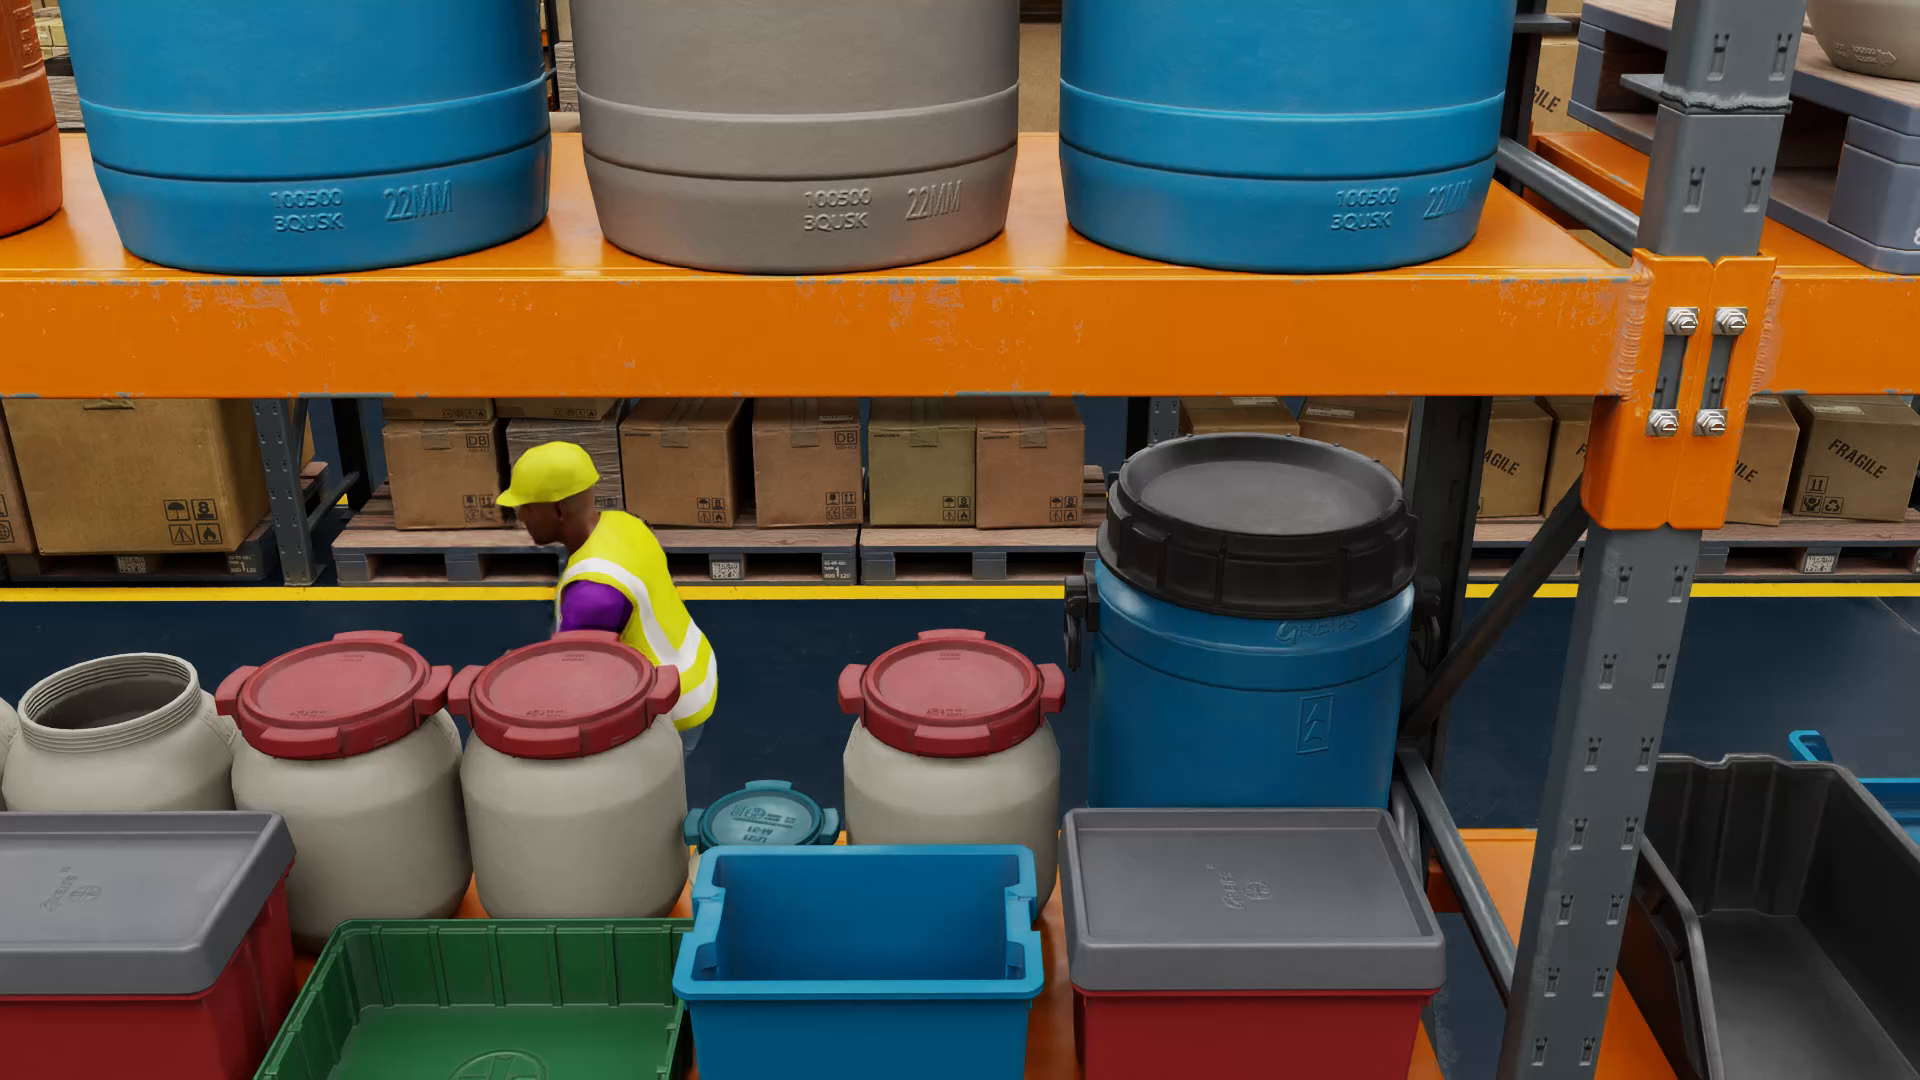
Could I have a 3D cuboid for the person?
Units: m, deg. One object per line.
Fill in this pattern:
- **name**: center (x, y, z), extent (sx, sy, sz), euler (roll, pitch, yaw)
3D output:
- **person**: center (-1.032, 0.513, 4.976), extent (0.611, 1.718, 0.498), euler (-1, 24, -1)
